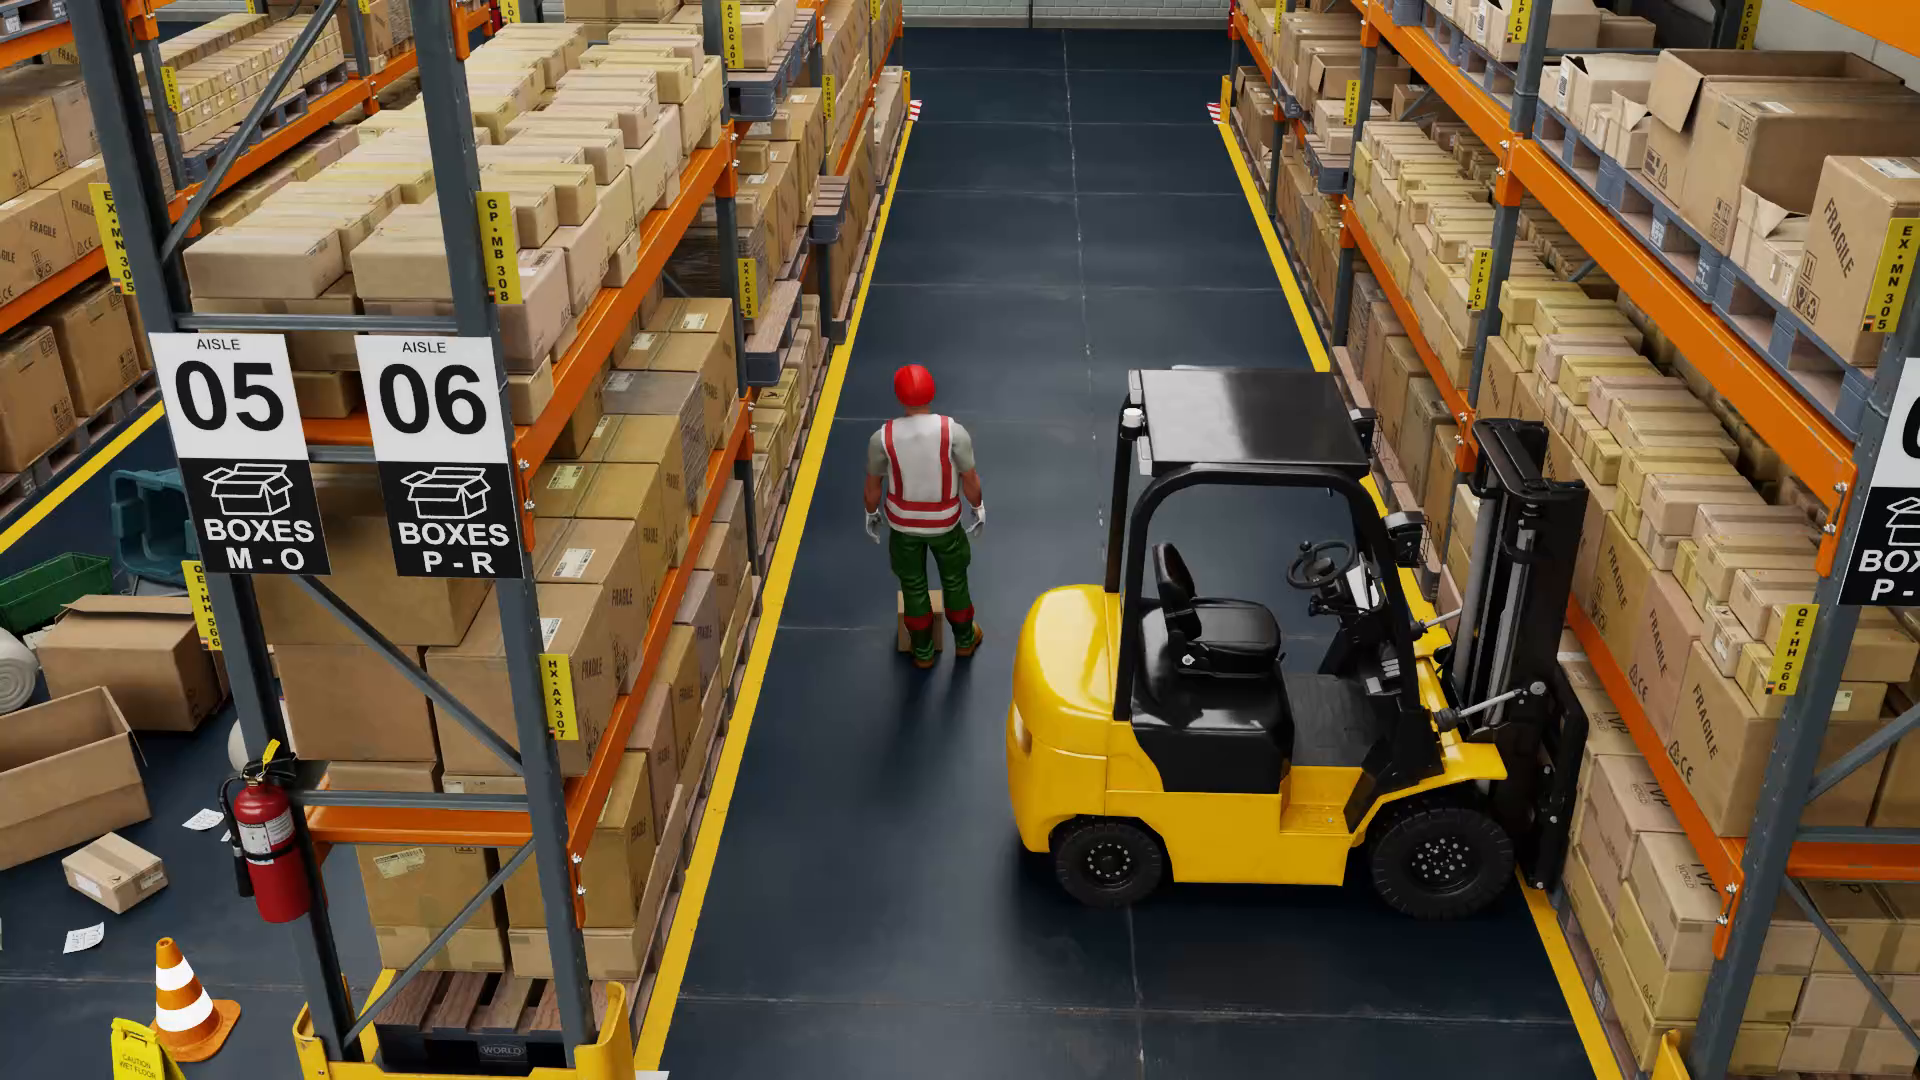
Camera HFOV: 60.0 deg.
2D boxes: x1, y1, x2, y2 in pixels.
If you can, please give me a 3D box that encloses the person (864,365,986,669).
[{"bbox_3d":[-0.182,-0.145,8.852,0.638,1.790,0.562,0,28,0],"label":"person"}]
